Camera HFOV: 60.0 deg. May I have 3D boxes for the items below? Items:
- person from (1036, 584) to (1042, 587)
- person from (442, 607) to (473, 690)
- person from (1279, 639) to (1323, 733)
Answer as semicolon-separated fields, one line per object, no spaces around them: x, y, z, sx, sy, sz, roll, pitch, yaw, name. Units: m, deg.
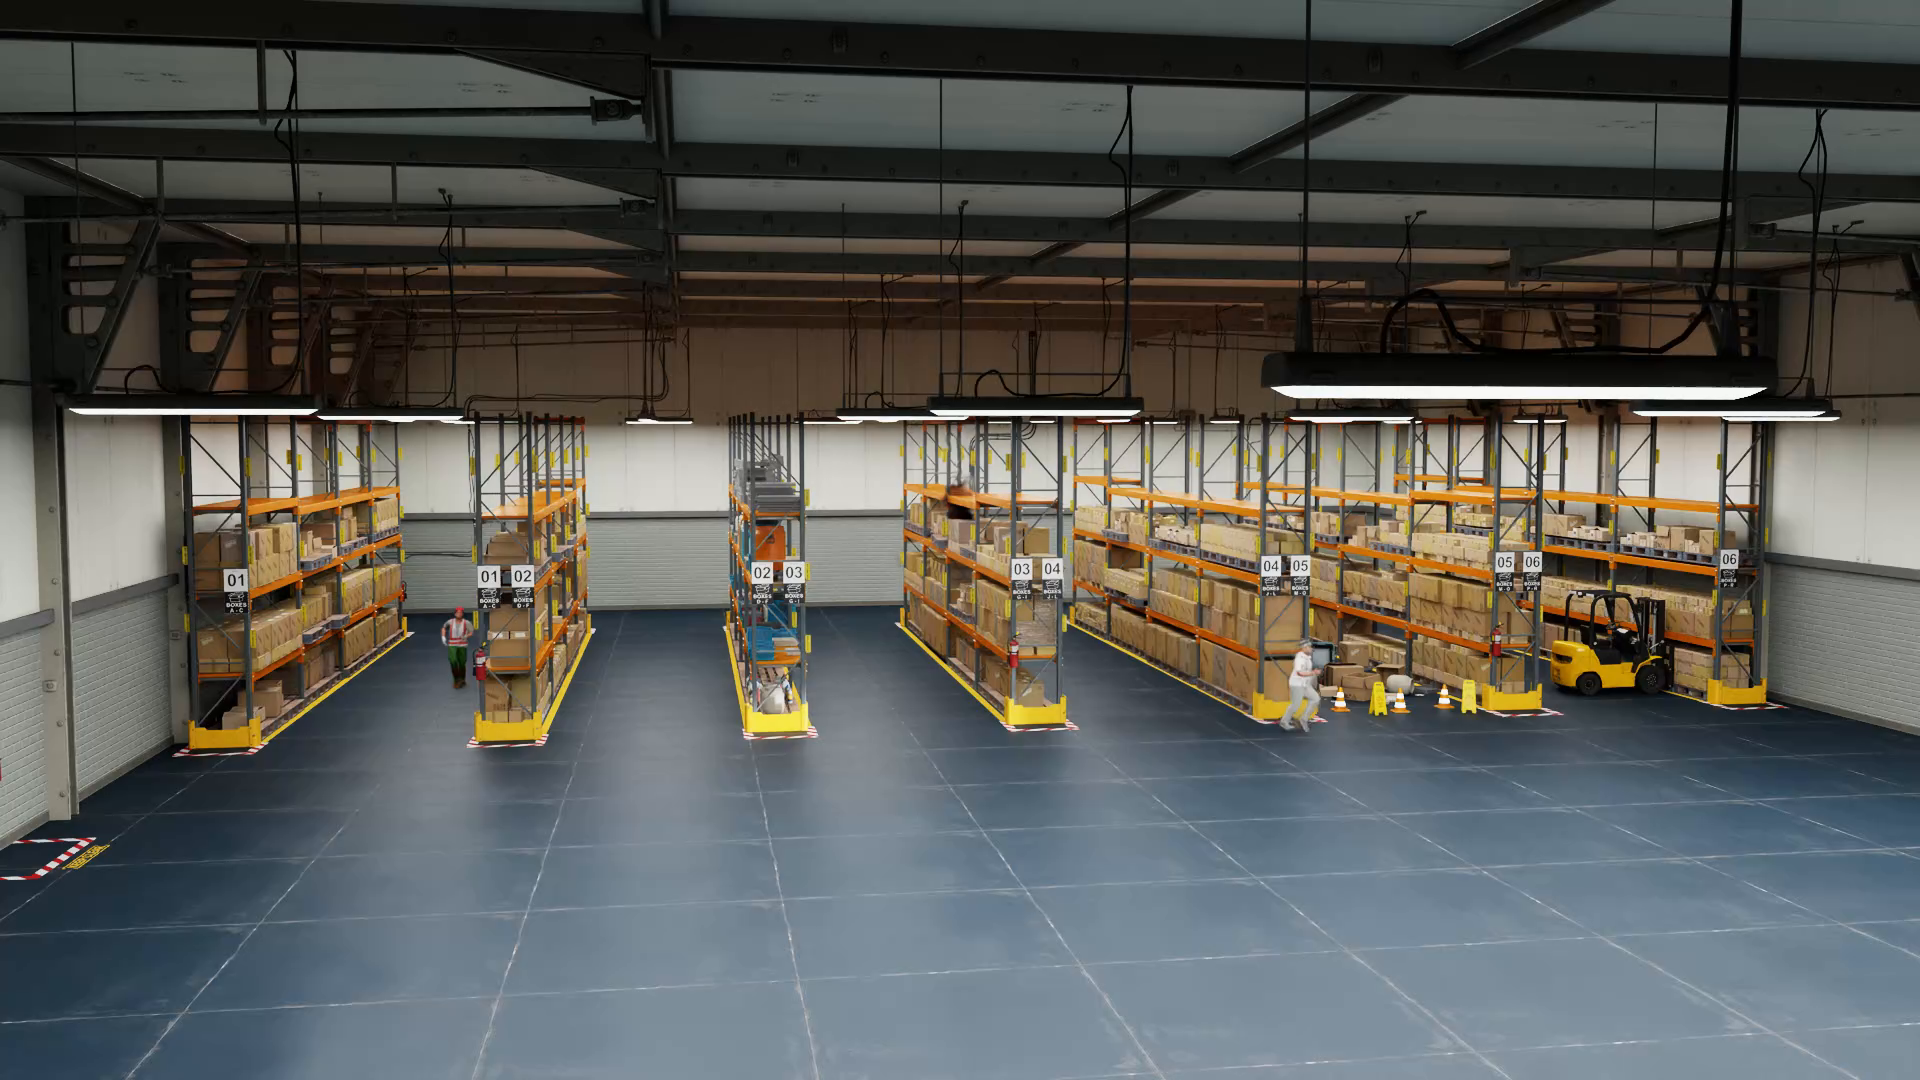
2.087;1.674;48.379;0.603;1.508;0.501;2;5;31;person
-11.028;2.364;36.522;0.669;1.807;0.762;-1;4;-17;person
6.394;2.727;31.146;0.835;1.782;0.692;2;4;29;person
